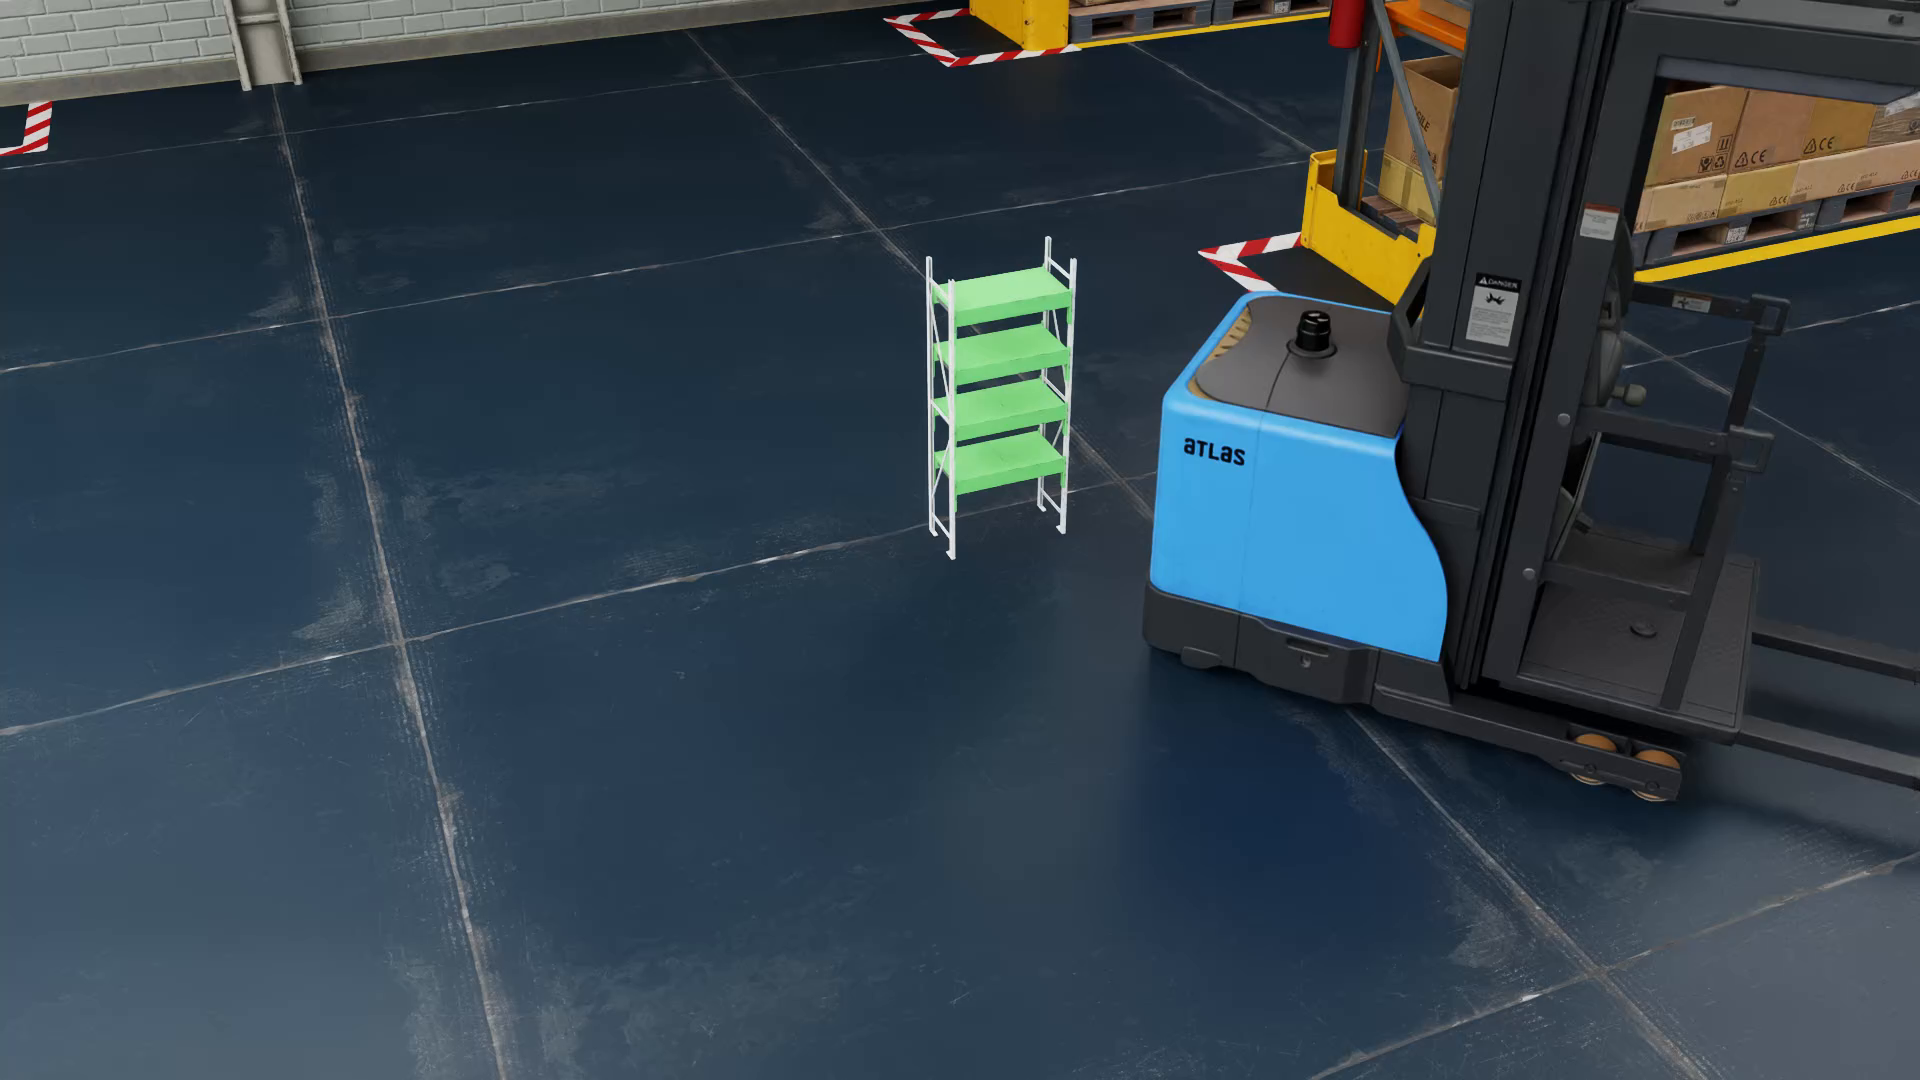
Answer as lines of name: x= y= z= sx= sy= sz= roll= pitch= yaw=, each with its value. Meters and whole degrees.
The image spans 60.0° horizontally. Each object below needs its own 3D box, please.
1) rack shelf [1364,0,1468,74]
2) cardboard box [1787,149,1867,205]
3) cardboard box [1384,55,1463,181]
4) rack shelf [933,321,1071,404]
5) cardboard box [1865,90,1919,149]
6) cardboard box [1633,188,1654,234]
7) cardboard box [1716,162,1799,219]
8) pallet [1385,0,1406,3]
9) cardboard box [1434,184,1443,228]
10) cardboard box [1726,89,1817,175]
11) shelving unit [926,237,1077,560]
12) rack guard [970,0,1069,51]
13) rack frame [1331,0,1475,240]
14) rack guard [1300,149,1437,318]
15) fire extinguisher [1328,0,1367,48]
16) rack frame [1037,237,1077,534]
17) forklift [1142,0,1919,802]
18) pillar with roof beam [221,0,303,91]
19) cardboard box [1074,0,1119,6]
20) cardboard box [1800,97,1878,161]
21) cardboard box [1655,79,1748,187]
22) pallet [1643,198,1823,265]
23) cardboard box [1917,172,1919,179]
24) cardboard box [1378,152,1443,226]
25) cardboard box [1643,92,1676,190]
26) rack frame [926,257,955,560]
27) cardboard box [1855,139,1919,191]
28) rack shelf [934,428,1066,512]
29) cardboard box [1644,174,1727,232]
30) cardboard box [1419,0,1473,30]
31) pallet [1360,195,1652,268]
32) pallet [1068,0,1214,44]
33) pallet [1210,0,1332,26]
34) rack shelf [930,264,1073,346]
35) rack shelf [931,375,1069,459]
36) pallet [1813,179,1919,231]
rack shelf: x=4.135 y=-2.808 z=8.975 sx=4.000 sy=0.370 sz=1.077 roll=-13 pitch=35 yaw=-19
cardboard box: x=4.716 y=-2.134 z=9.416 sx=0.500 sy=0.250 sz=0.500 roll=-13 pitch=35 yaw=-19
cardboard box: x=2.670 y=-2.288 z=8.965 sx=0.500 sy=0.500 sz=0.500 roll=-13 pitch=35 yaw=-19
rack shelf: x=0.153 y=-0.685 z=6.380 sx=0.480 sy=0.148 sz=0.258 roll=-13 pitch=35 yaw=-19
cardboard box: x=5.171 y=-2.562 z=9.386 sx=0.500 sy=0.500 sz=0.500 roll=-13 pitch=35 yaw=-19
cardboard box: x=3.331 y=-1.820 z=8.933 sx=0.500 sy=0.250 sz=0.500 roll=-13 pitch=35 yaw=-19
cardboard box: x=4.255 y=-2.028 z=9.253 sx=0.500 sy=0.250 sz=0.500 roll=-13 pitch=35 yaw=-19
pallet: x=3.452 y=-4.694 z=13.770 sx=1.213 sy=0.211 sz=1.003 roll=-13 pitch=35 yaw=-19
cardboard box: x=2.872 y=-1.712 z=8.768 sx=0.500 sy=0.250 sz=0.500 roll=-13 pitch=35 yaw=-19
cardboard box: x=4.256 y=-2.342 z=9.048 sx=0.500 sy=0.500 sz=0.500 roll=-13 pitch=35 yaw=-19
shelving unit: x=0.153 y=-0.538 z=6.476 sx=0.503 sy=1.200 sz=0.258 roll=-13 pitch=35 yaw=-19
rack guard: x=0.440 y=-4.146 z=12.664 sx=0.348 sy=0.500 sz=1.175 roll=-13 pitch=35 yaw=-19
rack frame: x=2.291 y=-2.688 z=8.130 sx=0.127 sy=3.000 sz=1.000 roll=-13 pitch=35 yaw=-19
rack guard: x=2.269 y=-1.635 z=8.804 sx=0.348 sy=0.500 sz=1.175 roll=-13 pitch=35 yaw=-19
fire extinguisher: x=2.002 y=-2.864 z=8.472 sx=0.183 sy=0.674 sz=0.296 roll=-13 pitch=35 yaw=-19
rack frame: x=0.378 y=-0.589 z=6.556 sx=0.015 sy=1.200 sz=0.240 roll=-13 pitch=35 yaw=-19
forklift: x=2.224 y=-0.705 z=5.146 sx=3.031 sy=2.935 sz=1.130 roll=14 pitch=36 yaw=21
pillar with roof beam: x=-3.185 y=-4.844 z=5.943 sx=0.400 sy=9.000 sz=9.100 roll=-13 pitch=35 yaw=-19
cardboard box: x=1.043 y=-4.336 z=12.726 sx=0.500 sy=0.311 sz=0.500 roll=-17 pitch=37 yaw=-24
cardboard box: x=4.711 y=-2.455 z=9.221 sx=0.500 sy=0.500 sz=0.500 roll=-13 pitch=35 yaw=-19
cardboard box: x=3.788 y=-2.245 z=8.899 sx=0.500 sy=0.500 sz=0.500 roll=-13 pitch=35 yaw=-19
pallet: x=4.103 y=-1.957 z=9.564 sx=1.213 sy=0.211 sz=1.003 roll=-13 pitch=35 yaw=-19
cardboard box: x=5.636 y=-2.348 z=9.744 sx=0.500 sy=0.250 sz=0.500 roll=-13 pitch=35 yaw=-19
cardboard box: x=2.671 y=-1.973 z=9.168 sx=0.500 sy=0.250 sz=0.500 roll=-13 pitch=35 yaw=-19
cardboard box: x=3.332 y=-2.133 z=8.727 sx=0.500 sy=0.500 sz=0.500 roll=-13 pitch=35 yaw=-19
rack frame: x=-0.072 y=-0.486 z=6.397 sx=0.015 sy=1.200 sz=0.240 roll=-13 pitch=35 yaw=-19
cardboard box: x=5.171 y=-2.247 z=9.589 sx=0.500 sy=0.250 sz=0.500 roll=-13 pitch=35 yaw=-19
rack shelf: x=0.153 y=-0.283 z=6.642 sx=0.480 sy=0.148 sz=0.258 roll=-13 pitch=35 yaw=-19
cardboard box: x=3.792 y=-1.925 z=9.095 sx=0.500 sy=0.250 sz=0.500 roll=-13 pitch=35 yaw=-19
cardboard box: x=2.726 y=-2.822 z=8.244 sx=0.500 sy=0.500 sz=0.700 roll=-13 pitch=35 yaw=-19
pallet: x=2.980 y=-1.701 z=9.171 sx=1.213 sy=0.211 sz=1.003 roll=-13 pitch=35 yaw=-19
pallet: x=1.203 y=-4.179 z=12.979 sx=1.213 sy=0.211 sz=1.003 roll=-13 pitch=35 yaw=-19
pallet: x=2.326 y=-4.434 z=13.371 sx=1.213 sy=0.211 sz=1.003 roll=-13 pitch=35 yaw=-19
rack shelf: x=0.153 y=-0.887 z=6.250 sx=0.480 sy=0.148 sz=0.258 roll=-13 pitch=35 yaw=-19
rack shelf: x=0.153 y=-0.484 z=6.511 sx=0.480 sy=0.148 sz=0.258 roll=-13 pitch=35 yaw=-19
pallet: x=5.230 y=-2.216 z=9.963 sx=1.213 sy=0.211 sz=1.003 roll=-13 pitch=35 yaw=-19
